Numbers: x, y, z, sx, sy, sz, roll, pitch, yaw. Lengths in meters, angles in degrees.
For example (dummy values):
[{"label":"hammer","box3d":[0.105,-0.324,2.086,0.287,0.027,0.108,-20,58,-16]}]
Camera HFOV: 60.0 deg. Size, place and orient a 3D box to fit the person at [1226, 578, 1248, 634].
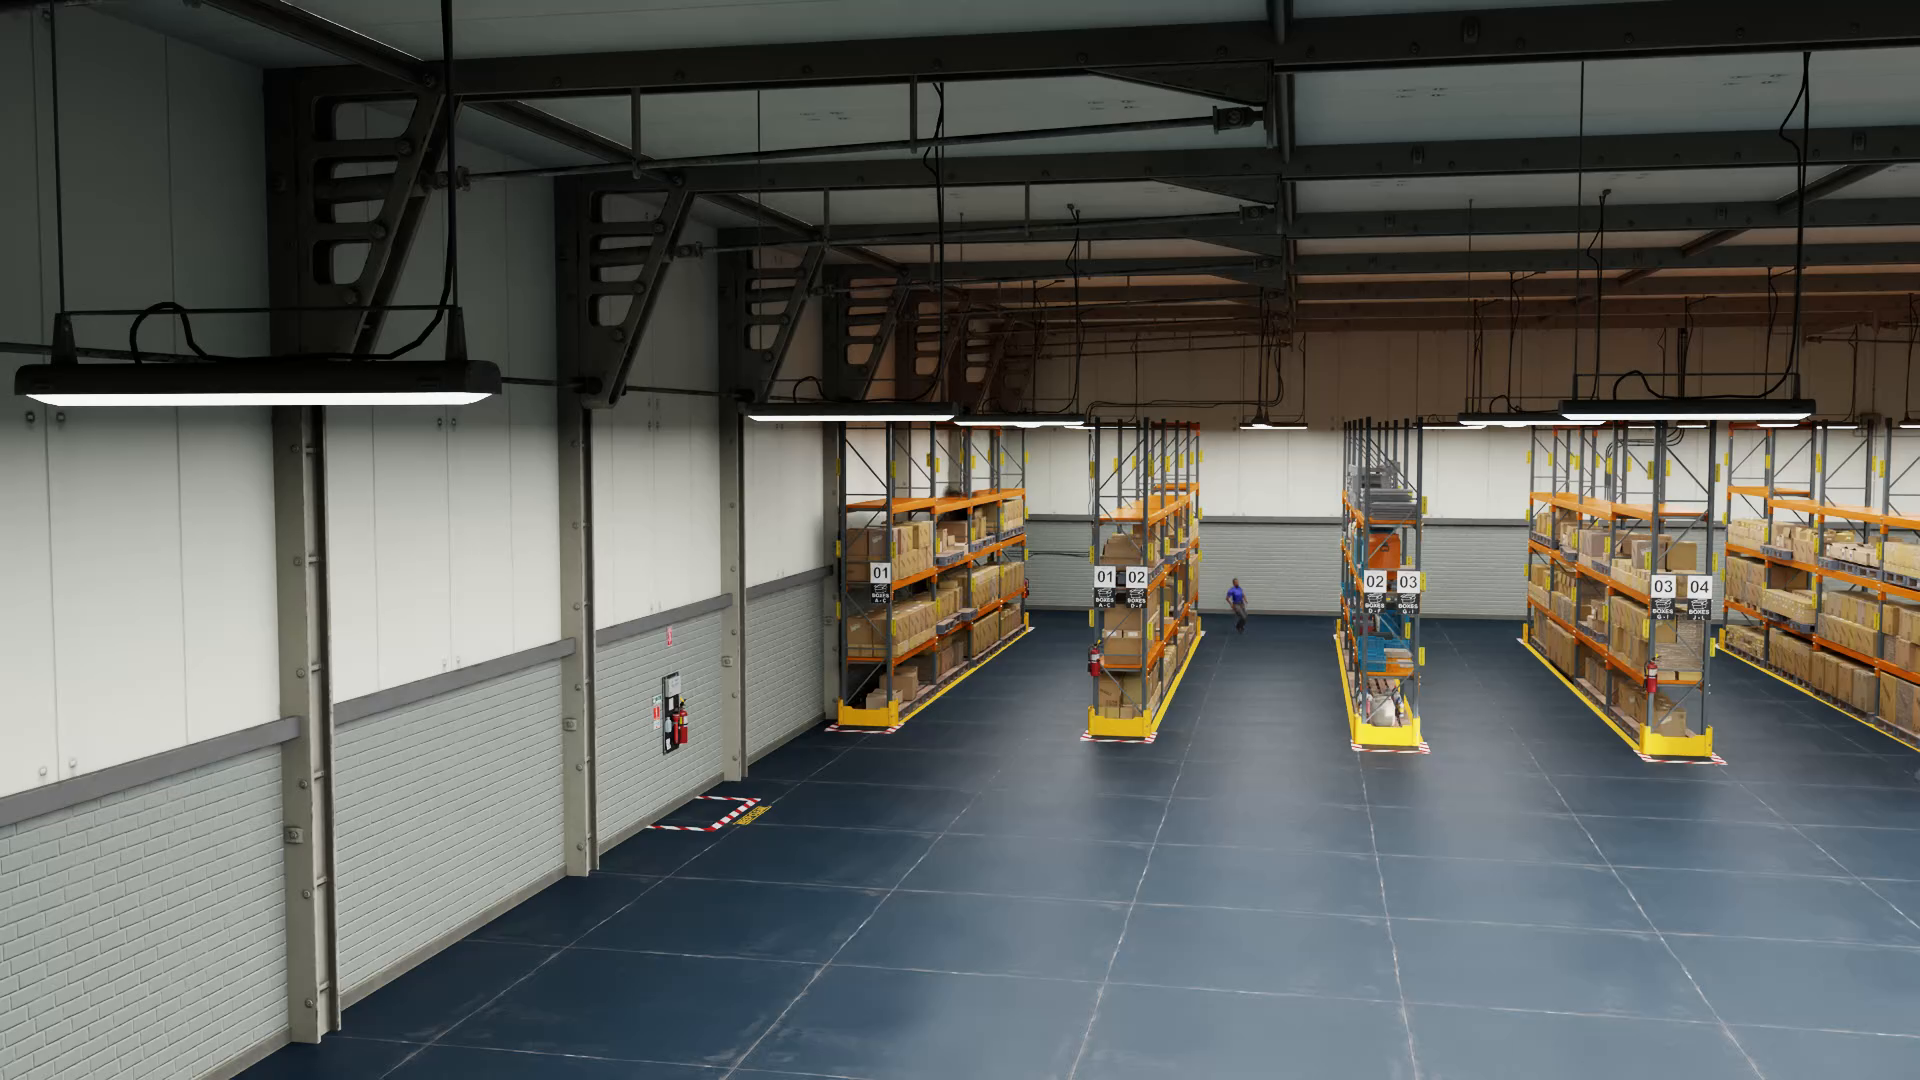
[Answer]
[{"label":"person","box3d":[7.875,1.886,46.925,0.632,1.597,0.516,-2,4,-31]}]
